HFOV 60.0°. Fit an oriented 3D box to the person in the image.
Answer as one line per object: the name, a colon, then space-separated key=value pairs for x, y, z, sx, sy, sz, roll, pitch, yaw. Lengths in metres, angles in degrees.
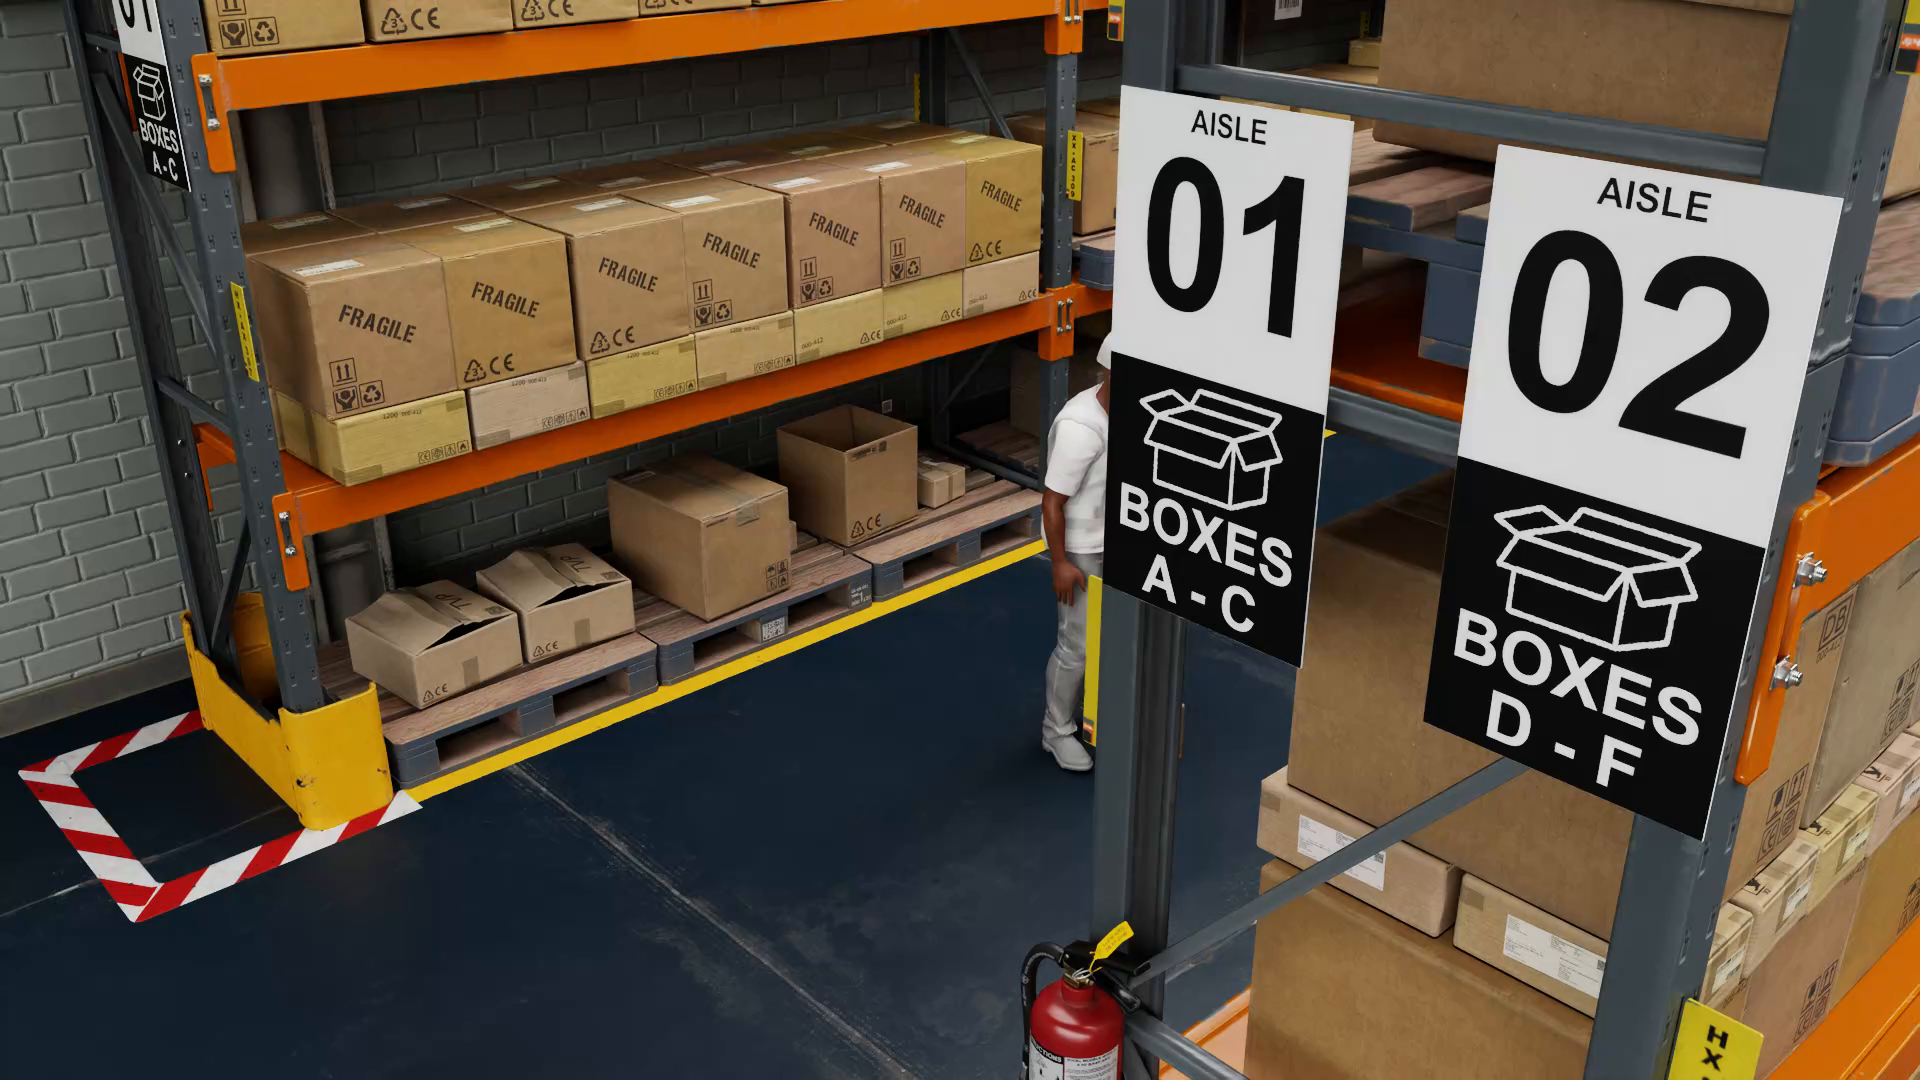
person: x=0.568 y=0.015 z=6.549 sx=0.459 sy=1.760 sz=0.632 roll=21 pitch=32 yaw=39
